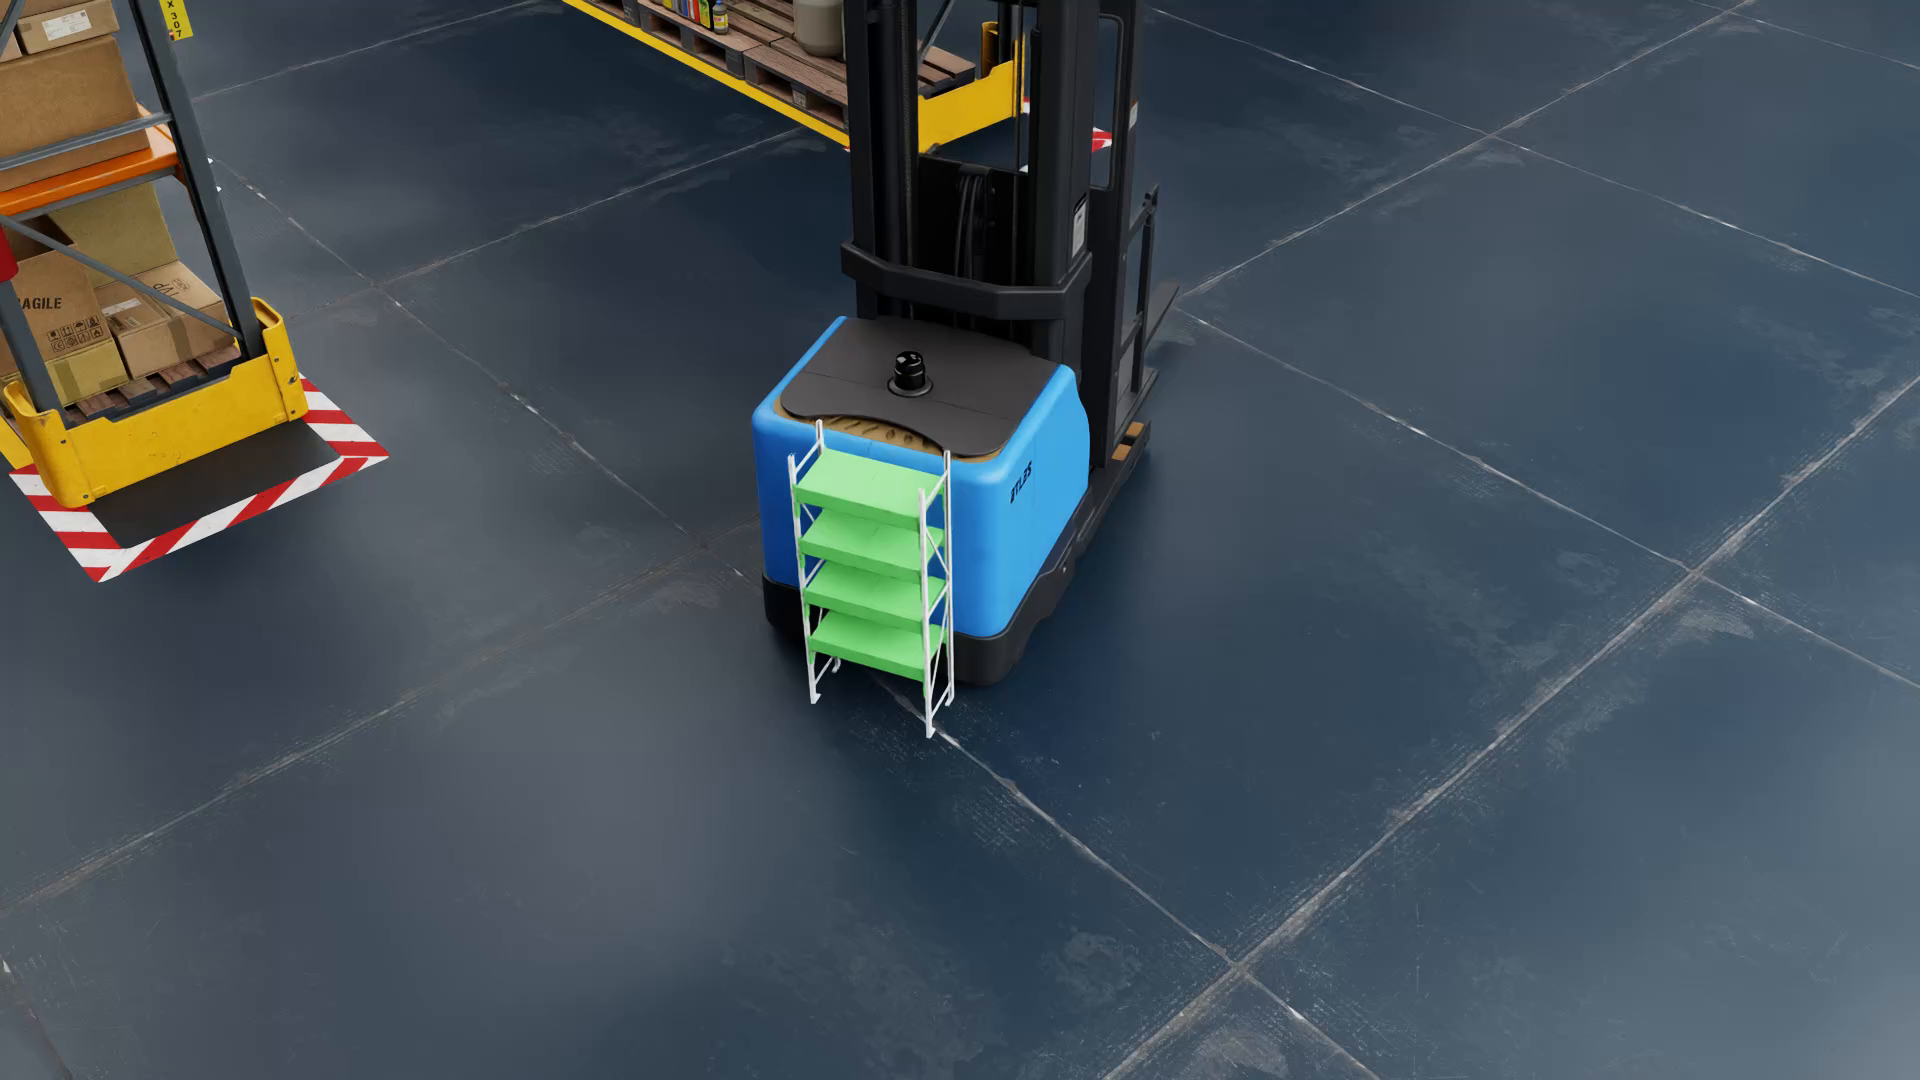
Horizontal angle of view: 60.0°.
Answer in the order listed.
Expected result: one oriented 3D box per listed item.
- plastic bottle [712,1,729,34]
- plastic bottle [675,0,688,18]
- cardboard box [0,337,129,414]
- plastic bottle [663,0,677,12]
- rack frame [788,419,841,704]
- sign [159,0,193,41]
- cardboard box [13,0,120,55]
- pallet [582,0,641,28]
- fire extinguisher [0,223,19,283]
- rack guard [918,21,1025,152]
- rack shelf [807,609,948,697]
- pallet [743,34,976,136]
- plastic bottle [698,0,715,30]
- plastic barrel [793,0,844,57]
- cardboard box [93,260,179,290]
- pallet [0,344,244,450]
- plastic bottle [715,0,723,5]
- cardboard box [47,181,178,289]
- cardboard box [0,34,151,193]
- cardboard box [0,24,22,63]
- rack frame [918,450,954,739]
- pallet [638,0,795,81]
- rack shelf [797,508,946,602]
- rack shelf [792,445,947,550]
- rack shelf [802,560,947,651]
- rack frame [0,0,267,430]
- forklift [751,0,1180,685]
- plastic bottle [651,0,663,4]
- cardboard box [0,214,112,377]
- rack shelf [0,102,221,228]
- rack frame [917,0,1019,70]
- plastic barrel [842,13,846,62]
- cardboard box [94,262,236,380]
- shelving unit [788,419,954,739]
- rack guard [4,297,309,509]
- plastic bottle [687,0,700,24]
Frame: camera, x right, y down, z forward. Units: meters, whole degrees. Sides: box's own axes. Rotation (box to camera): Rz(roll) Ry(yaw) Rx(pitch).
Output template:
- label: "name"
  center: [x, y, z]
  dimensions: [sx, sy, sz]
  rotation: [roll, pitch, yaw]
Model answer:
- label: "plastic bottle"
  center: [-1.593, -3.478, 11.047]
  dimensions: [0.097, 0.201, 0.097]
  rotation: [0, 39, 0]
- label: "plastic bottle"
  center: [-1.837, -3.700, 11.261]
  dimensions: [0.152, 0.276, 0.135]
  rotation: [-31, 48, -33]
- label: "cardboard box"
  center: [-4.259, -0.845, 7.763]
  dimensions: [0.500, 0.250, 0.500]
  rotation: [-30, 48, -32]
- label: "plastic bottle"
  center: [-1.952, -3.804, 11.331]
  dimensions: [0.144, 0.351, 0.185]
  rotation: [-28, 47, -30]
- label: "rack frame"
  center: [-0.533, 0.107, 6.157]
  dimensions: [0.015, 1.200, 0.240]
  rotation: [14, 43, 17]
- label: "sign"
  center: [-3.266, -2.230, 6.871]
  dimensions: [0.100, 0.325, 0.005]
  rotation: [-30, 48, -32]
- label: "cardboard box"
  center: [-3.786, -2.193, 6.983]
  dimensions: [0.380, 0.149, 0.250]
  rotation: [-30, 48, -32]
- label: "pallet"
  center: [-2.310, -4.170, 12.245]
  dimensions: [1.003, 0.211, 1.213]
  rotation: [-30, 48, -32]
- label: "fire extinguisher"
  center: [-3.941, -1.347, 6.592]
  dimensions: [0.296, 0.674, 0.183]
  rotation: [-30, 48, -32]
- label: "rack guard"
  center: [-0.114, -2.775, 10.288]
  dimensions: [1.175, 0.500, 0.348]
  rotation: [-30, 48, -32]
- label: "rack shelf"
  center: [-0.304, 0.397, 6.282]
  dimensions: [0.480, 0.148, 0.258]
  rotation: [14, 43, 17]
- label: "pallet"
  center: [-0.659, -3.041, 10.847]
  dimensions: [1.003, 0.211, 1.213]
  rotation: [-30, 48, -32]
- label: "plastic bottle"
  center: [-1.685, -3.557, 11.078]
  dimensions: [0.061, 0.283, 0.133]
  rotation: [-29, 47, -31]
- label: "plastic barrel"
  center: [-0.868, -3.432, 10.758]
  dimensions: [0.421, 0.512, 0.421]
  rotation: [0, 39, 0]
- label: "cardboard box"
  center: [-4.219, -1.295, 8.321]
  dimensions: [0.500, 0.250, 0.500]
  rotation: [-30, 48, -32]
- label: "pallet"
  center: [-4.227, -0.880, 8.172]
  dimensions: [1.003, 0.211, 1.213]
  rotation: [-30, 48, -32]
- label: "plastic bottle"
  center: [-1.665, -3.684, 11.236]
  dimensions: [0.061, 0.283, 0.133]
  rotation: [-30, 48, -32]
- label: "cardboard box"
  center: [-4.217, -1.588, 8.086]
  dimensions: [0.500, 0.500, 0.500]
  rotation: [-30, 48, -32]
- label: "cardboard box"
  center: [-3.985, -1.889, 7.122]
  dimensions: [0.700, 0.500, 0.500]
  rotation: [-30, 48, -32]
- label: "cardboard box"
  center: [-4.078, -2.016, 6.763]
  dimensions: [0.380, 0.149, 0.250]
  rotation: [-31, 48, -32]
- label: "rack frame"
  center: [-0.081, 0.223, 6.013]
  dimensions: [0.015, 1.200, 0.240]
  rotation: [14, 43, 17]
- label: "pallet"
  center: [-1.480, -3.605, 11.546]
  dimensions: [1.003, 0.211, 1.213]
  rotation: [-30, 48, -32]
- label: "rack shelf"
  center: [-0.309, 0.031, 5.972]
  dimensions: [0.480, 0.148, 0.258]
  rotation: [14, 43, 17]
- label: "rack shelf"
  center: [-0.311, -0.153, 5.817]
  dimensions: [0.480, 0.148, 0.258]
  rotation: [14, 43, 17]
- label: "rack shelf"
  center: [-0.306, 0.214, 6.127]
  dimensions: [0.480, 0.148, 0.258]
  rotation: [14, 43, 17]
- label: "rack frame"
  center: [-3.679, -1.629, 6.880]
  dimensions: [1.000, 3.000, 0.127]
  rotation: [-30, 48, -32]
- label: "forklift"
  center: [0.240, -1.505, 6.781]
  dimensions: [1.130, 2.935, 3.031]
  rotation: [15, 41, 17]
- label: "plastic bottle"
  center: [-2.078, -3.890, 11.437]
  dimensions: [0.144, 0.351, 0.185]
  rotation: [-30, 48, -32]
- label: "cardboard box"
  center: [-4.261, -1.136, 7.527]
  dimensions: [0.500, 0.500, 0.500]
  rotation: [-30, 48, -32]
- label: "rack shelf"
  center: [-5.031, -2.275, 8.252]
  dimensions: [1.077, 0.370, 4.000]
  rotation: [-30, 48, -32]
- label: "rack frame"
  center: [-0.028, -3.732, 9.484]
  dimensions: [1.000, 3.000, 0.127]
  rotation: [-30, 48, -32]
- label: "plastic barrel"
  center: [-0.529, -3.200, 10.470]
  dimensions: [0.421, 0.512, 0.421]
  rotation: [0, 39, 0]
- label: "cardboard box"
  center: [-3.878, -1.065, 8.036]
  dimensions: [0.500, 0.250, 0.500]
  rotation: [-30, 48, -32]
- label: "shelving unit"
  center: [-0.307, 0.165, 6.085]
  dimensions: [0.503, 1.200, 0.258]
  rotation: [14, 43, 17]
- label: "rack guard"
  center: [-3.663, -0.645, 7.651]
  dimensions: [1.175, 0.500, 0.348]
  rotation: [-30, 48, -32]
- label: "plastic bottle"
  center: [-1.743, -3.636, 11.182]
  dimensions: [0.152, 0.276, 0.135]
  rotation: [-30, 47, -31]
